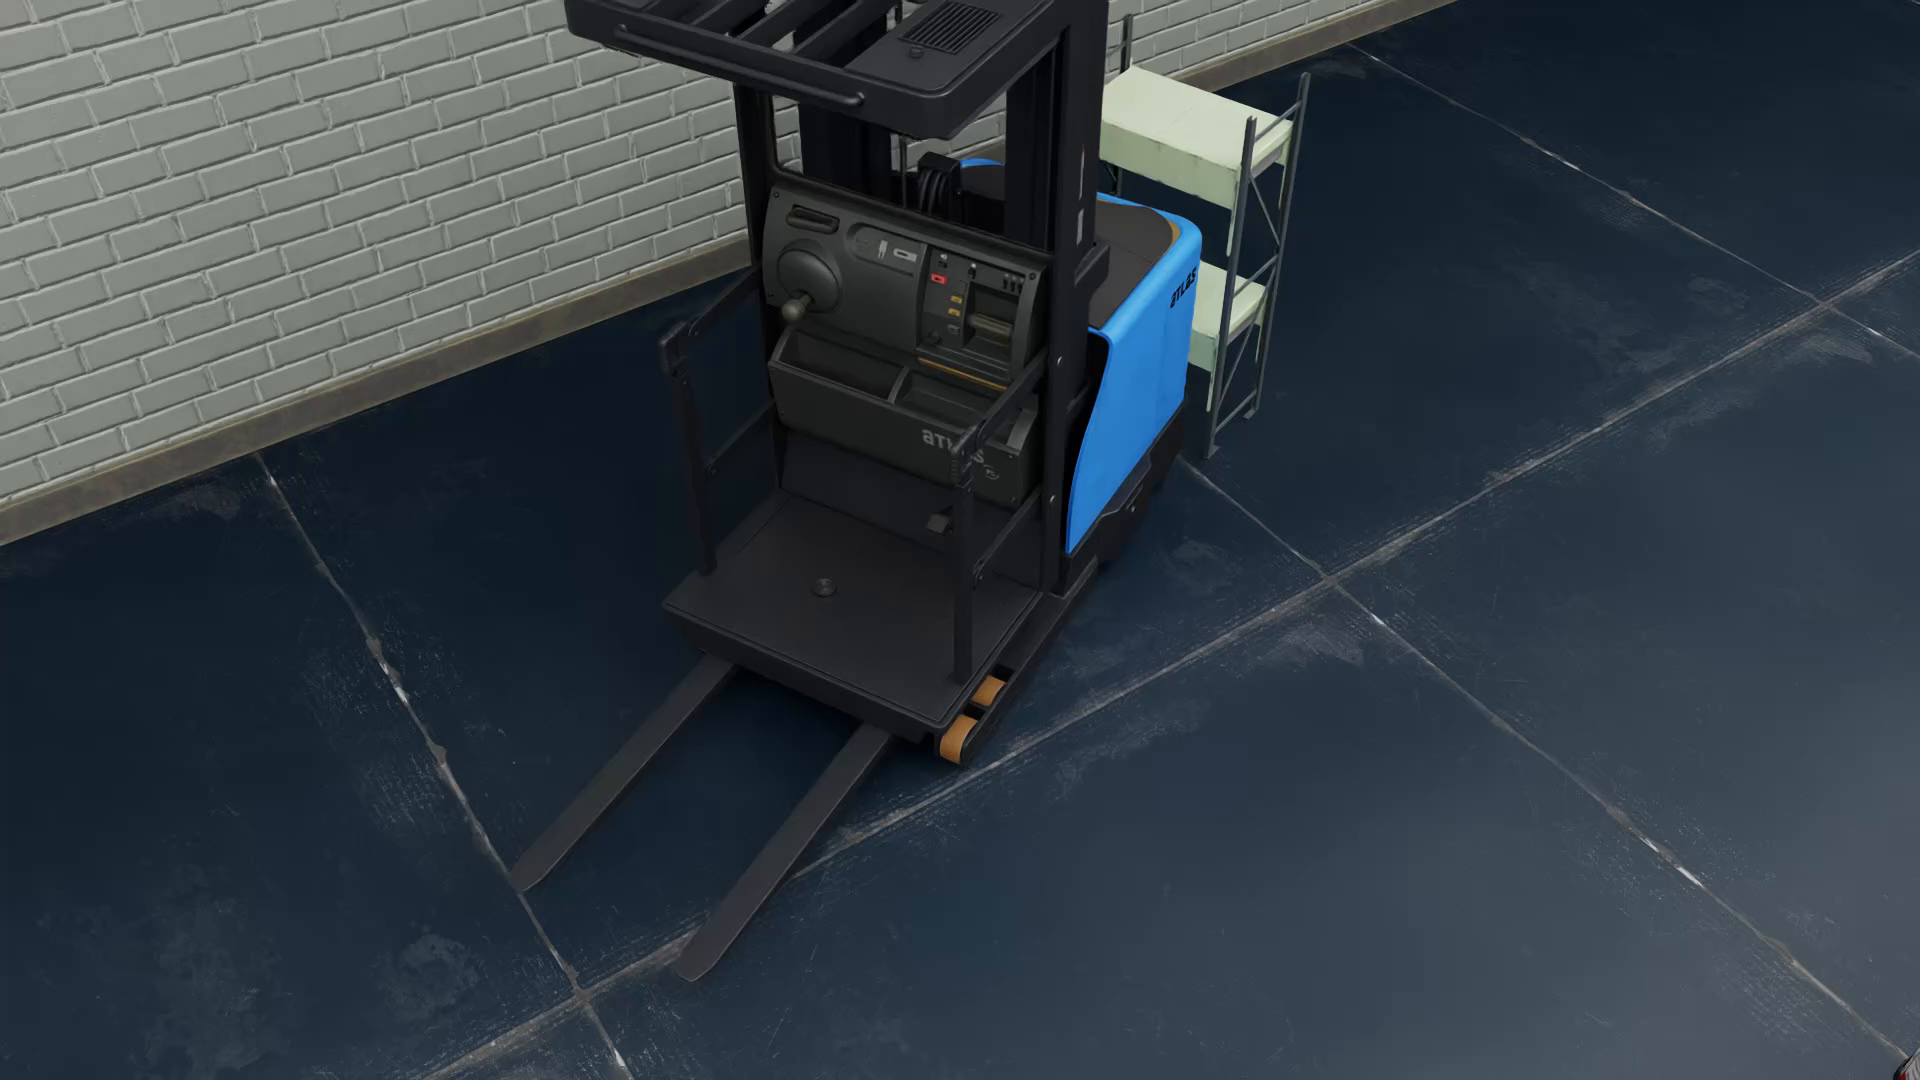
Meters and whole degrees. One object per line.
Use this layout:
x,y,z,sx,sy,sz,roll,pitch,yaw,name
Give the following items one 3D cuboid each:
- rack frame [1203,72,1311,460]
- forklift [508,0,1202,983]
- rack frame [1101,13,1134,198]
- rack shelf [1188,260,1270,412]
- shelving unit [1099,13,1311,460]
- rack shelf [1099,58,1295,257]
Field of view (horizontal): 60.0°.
1.090,-0.971,6.179,0.023,1.500,0.400,28,51,26,rack frame
-0.291,-0.687,4.847,1.130,2.935,3.031,21,48,21,forklift
0.509,-1.279,6.501,0.023,1.500,0.400,28,51,26,rack frame
0.801,-0.891,6.567,0.720,0.370,0.431,28,51,26,rack shelf
0.799,-1.125,6.340,0.755,1.500,0.431,28,51,26,shelving unit
0.798,-1.406,6.069,0.720,0.370,0.431,28,51,26,rack shelf
